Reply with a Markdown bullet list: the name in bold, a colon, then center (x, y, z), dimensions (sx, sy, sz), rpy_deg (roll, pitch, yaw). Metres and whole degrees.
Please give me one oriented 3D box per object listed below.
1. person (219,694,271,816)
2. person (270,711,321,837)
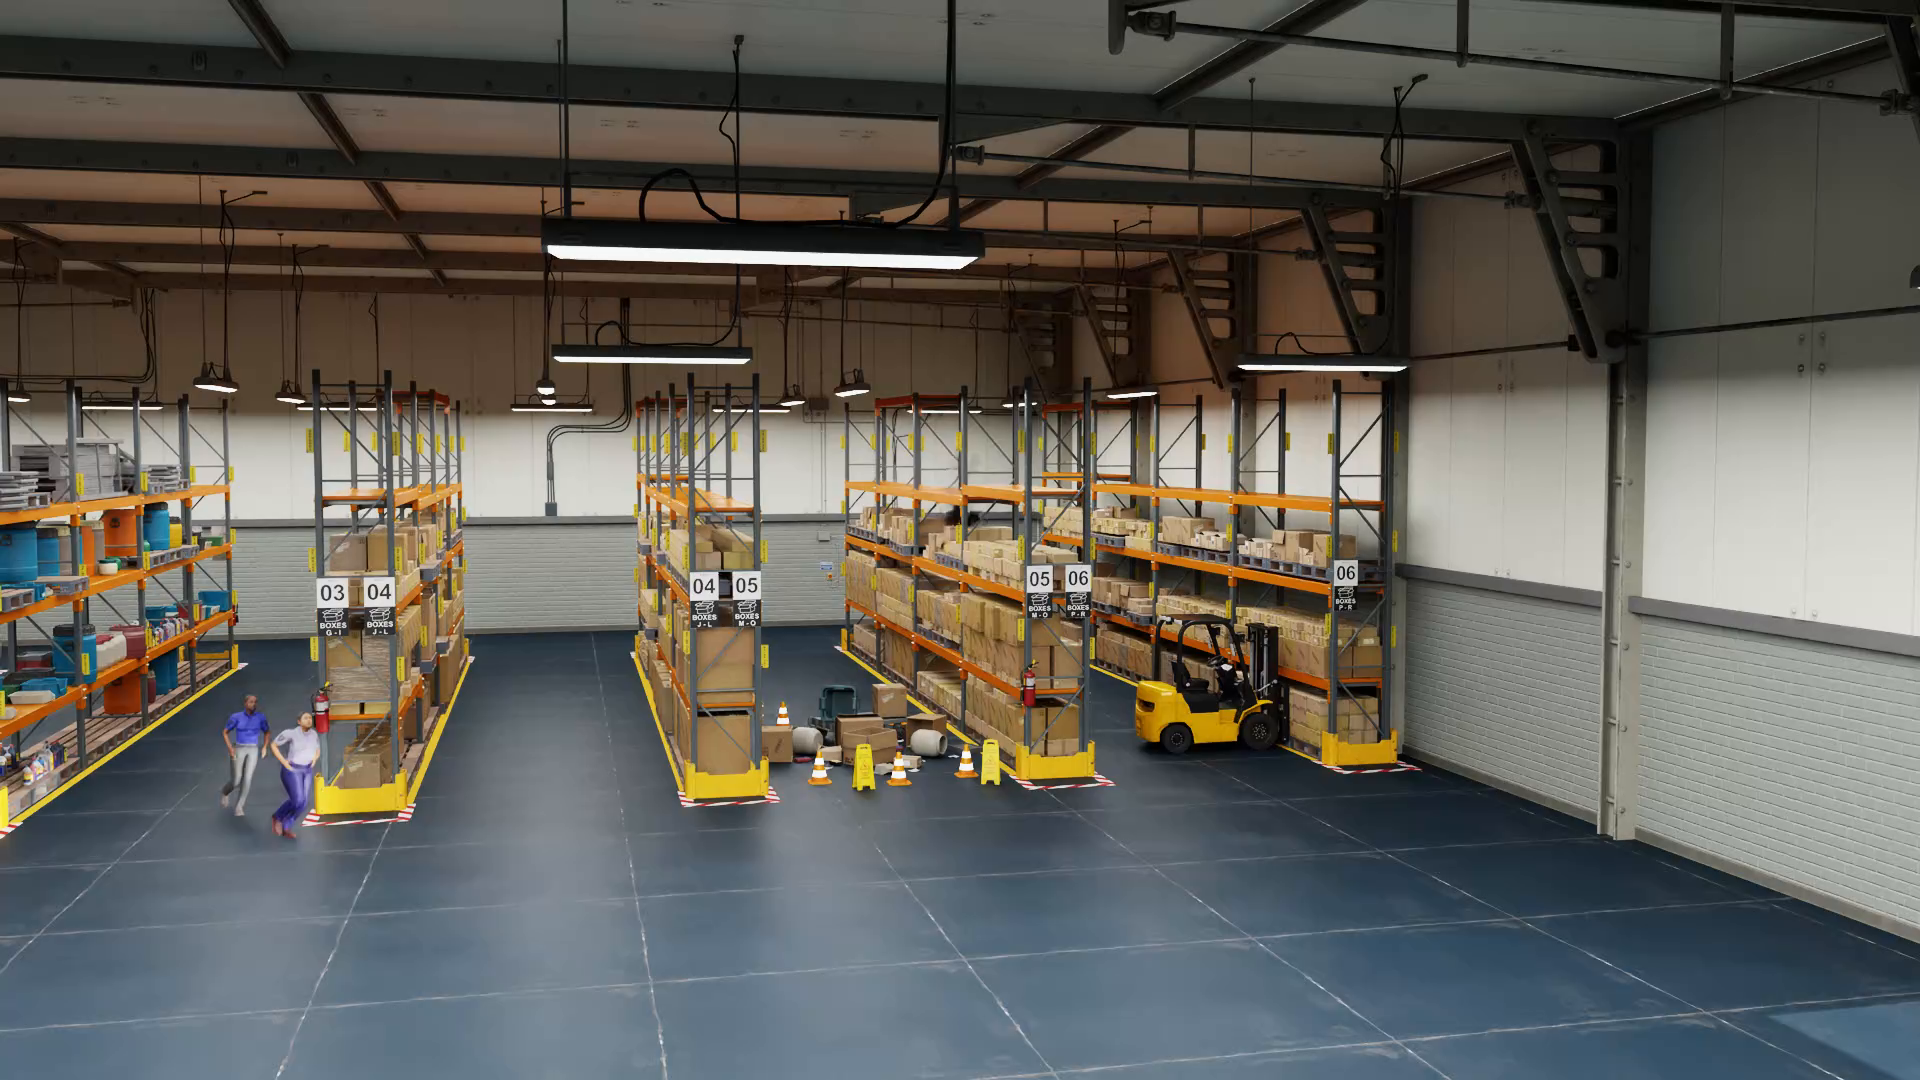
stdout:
- **person**: center (-9.725, 2.898, 22.654), dimensions (0.636, 1.601, 0.575), rpy_deg (-3, 4, -37)
- **person**: center (-8.434, 2.985, 21.249), dimensions (0.507, 1.585, 0.612), rpy_deg (2, 4, 31)
